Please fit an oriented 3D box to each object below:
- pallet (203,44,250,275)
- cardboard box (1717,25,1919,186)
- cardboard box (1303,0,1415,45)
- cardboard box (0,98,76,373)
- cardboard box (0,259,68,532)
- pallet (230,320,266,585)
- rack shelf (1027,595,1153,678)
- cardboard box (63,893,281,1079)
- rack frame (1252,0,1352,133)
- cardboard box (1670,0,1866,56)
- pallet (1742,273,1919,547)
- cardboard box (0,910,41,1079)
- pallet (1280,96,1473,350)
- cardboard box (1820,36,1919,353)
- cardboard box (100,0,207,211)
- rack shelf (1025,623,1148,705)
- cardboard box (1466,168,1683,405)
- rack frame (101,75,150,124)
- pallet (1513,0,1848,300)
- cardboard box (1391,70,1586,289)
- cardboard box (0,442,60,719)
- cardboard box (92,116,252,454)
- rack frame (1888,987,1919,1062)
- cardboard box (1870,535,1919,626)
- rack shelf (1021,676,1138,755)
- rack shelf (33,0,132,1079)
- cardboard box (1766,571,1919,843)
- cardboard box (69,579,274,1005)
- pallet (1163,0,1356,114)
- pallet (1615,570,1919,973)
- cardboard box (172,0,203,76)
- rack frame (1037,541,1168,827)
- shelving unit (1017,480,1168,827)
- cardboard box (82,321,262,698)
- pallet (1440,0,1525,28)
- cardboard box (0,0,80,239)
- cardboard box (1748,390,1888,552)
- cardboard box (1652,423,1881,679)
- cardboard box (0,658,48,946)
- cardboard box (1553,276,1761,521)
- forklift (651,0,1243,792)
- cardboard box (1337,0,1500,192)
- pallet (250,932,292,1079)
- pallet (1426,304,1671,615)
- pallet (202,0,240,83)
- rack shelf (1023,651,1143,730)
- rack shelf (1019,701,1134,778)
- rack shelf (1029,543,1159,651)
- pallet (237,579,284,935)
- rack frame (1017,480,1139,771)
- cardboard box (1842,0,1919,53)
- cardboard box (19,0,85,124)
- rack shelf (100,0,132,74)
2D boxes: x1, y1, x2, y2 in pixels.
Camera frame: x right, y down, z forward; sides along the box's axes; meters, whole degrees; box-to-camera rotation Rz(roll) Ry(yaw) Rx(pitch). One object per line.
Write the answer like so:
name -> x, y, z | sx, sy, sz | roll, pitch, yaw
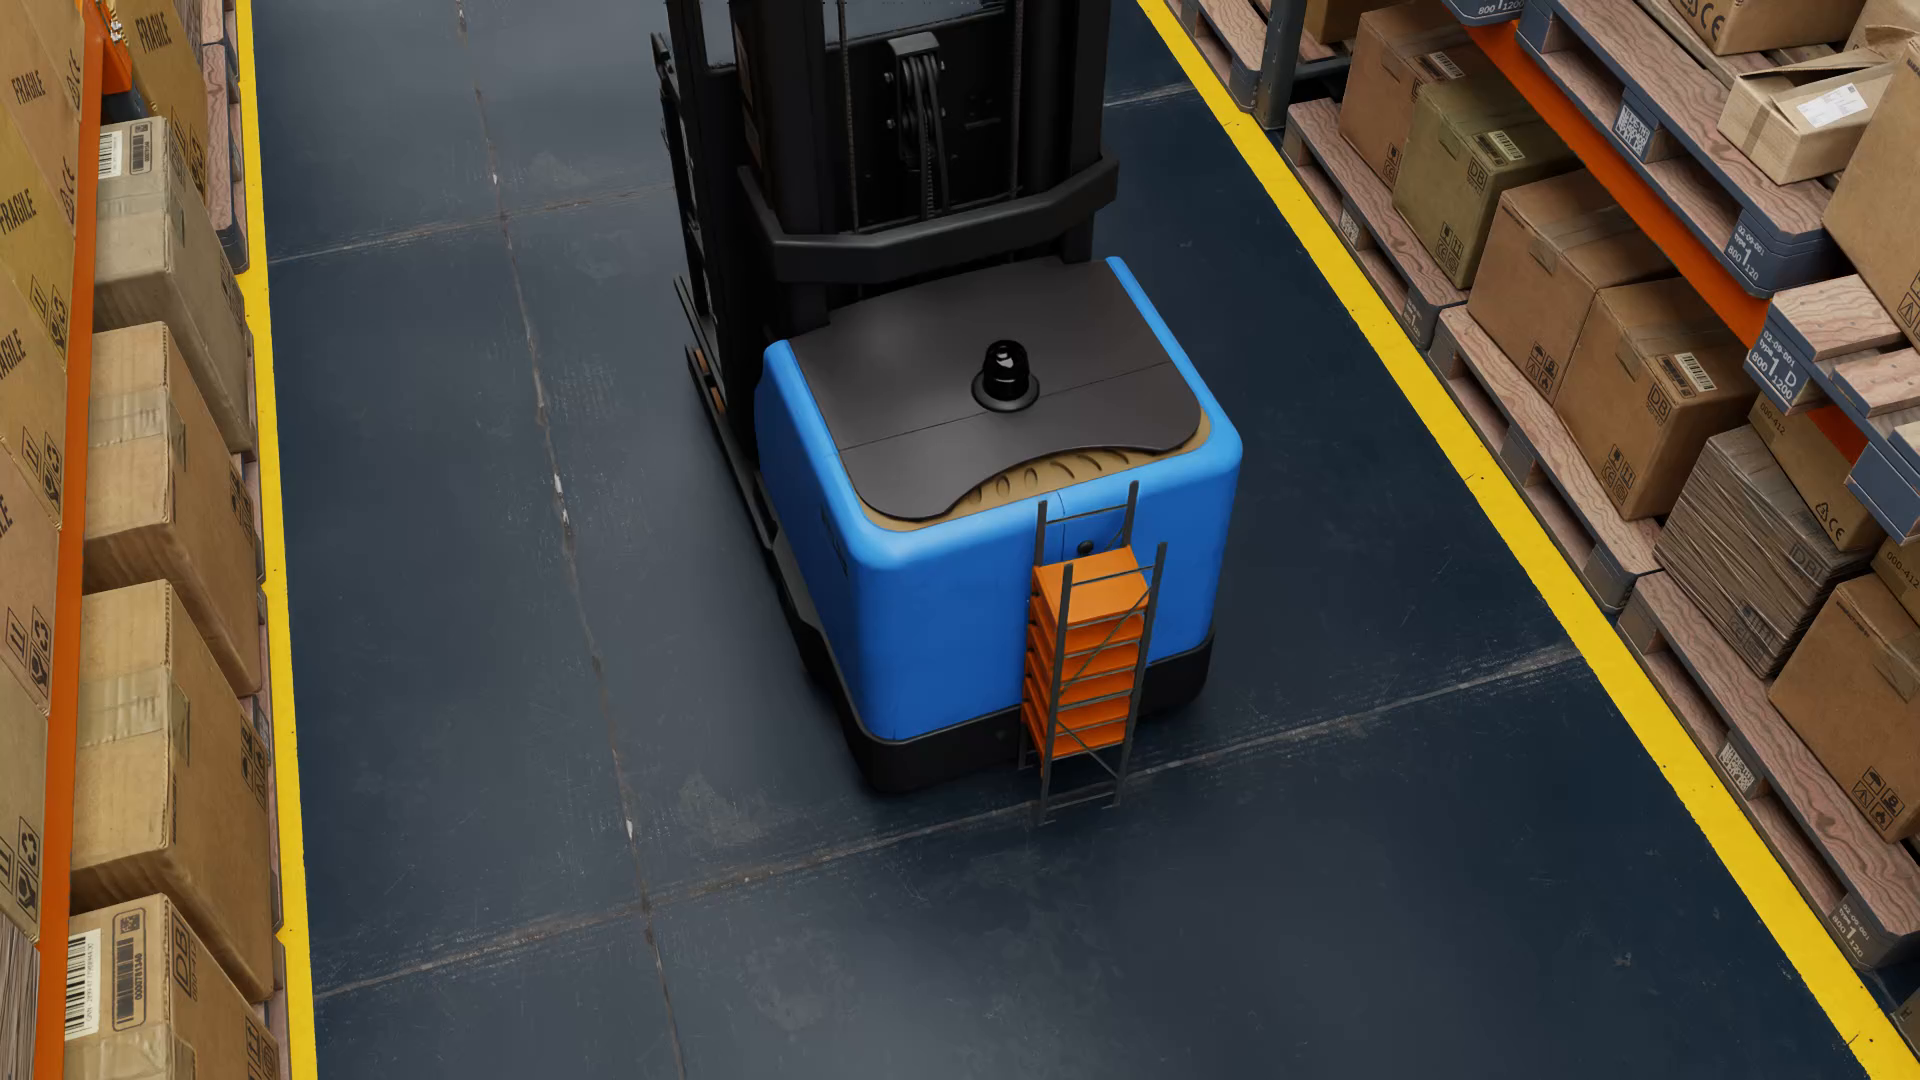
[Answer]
pallet -> -3.246, -1.370, 6.267 | 1.003, 0.211, 1.213 | -13, 51, -11
cardboard box -> 2.104, -1.071, 4.004 | 0.396, 0.266, 0.258 | -15, 51, -12
cardboard box -> 1.592, -2.375, 6.650 | 0.500, 0.500, 0.500 | -15, 51, -12
cardboard box -> -2.387, -0.669, 3.787 | 0.500, 0.500, 0.500 | -13, 51, -11
cardboard box -> -2.235, -0.299, 3.475 | 0.500, 0.500, 0.500 | -14, 51, -11
pallet -> -2.796, -0.251, 5.323 | 1.003, 0.211, 1.213 | -13, 51, -11
rack shelf -> 0.313, 0.207, 4.030 | 0.258, 0.103, 0.180 | -13, 54, -10
cardboard box -> -2.007, 1.350, 3.347 | 1.050, 0.750, 0.750 | -14, 51, -11
rack frame -> 1.672, -2.744, 5.601 | 1.000, 3.000, 0.127 | -13, 51, -11
cardboard box -> 2.273, -1.667, 4.351 | 0.797, 0.503, 0.637 | -9, 50, -7
pallet -> 2.542, -0.257, 3.630 | 1.213, 0.211, 1.003 | -13, 51, -11
cardboard box -> -1.788, 0.804, 2.545 | 0.500, 0.500, 0.500 | -13, 51, -11
pallet -> 1.904, -1.277, 6.188 | 1.003, 0.211, 1.213 | -13, 51, -11
cardboard box -> 2.396, -0.760, 3.589 | 0.700, 0.500, 0.500 | -7, 50, -6
cardboard box -> -3.215, -1.622, 5.770 | 0.875, 0.875, 0.875 | -13, 51, -10
rack shelf -> 0.312, 0.280, 4.125 | 0.258, 0.103, 0.180 | -13, 54, -10
cardboard box -> 2.122, -0.865, 5.365 | 0.700, 0.500, 0.500 | -17, 52, -14
rack frame -> -3.096, -1.696, 4.718 | 1.000, 3.000, 0.127 | -13, 51, -11
pallet -> 2.230, -1.197, 4.423 | 1.003, 0.211, 1.213 | -13, 51, -11
cardboard box -> 1.956, -1.274, 5.709 | 0.700, 0.500, 0.500 | -14, 51, -11
cardboard box -> -2.090, 0.065, 3.168 | 0.500, 0.500, 0.500 | -13, 51, -11
cardboard box -> -2.826, -0.673, 5.052 | 1.050, 0.750, 0.750 | -14, 51, -11
rack frame -> 2.855, 0.178, 3.138 | 1.000, 3.000, 0.127 | -13, 51, -11
cardboard box -> 2.628, 0.117, 4.046 | 0.500, 0.250, 0.500 | -11, 51, -9
rack shelf -> 0.309, 0.427, 4.315 | 0.258, 0.103, 0.180 | -13, 54, -10
rack shelf -> -2.504, -0.003, 3.762 | 1.077, 0.370, 4.000 | -13, 51, -11
cardboard box -> 2.638, 0.357, 4.334 | 0.700, 0.500, 0.500 | -16, 52, -13
cardboard box -> -2.269, 0.712, 3.884 | 1.050, 0.750, 0.750 | -13, 51, -10
pallet -> 1.440, -2.327, 7.074 | 1.003, 0.211, 1.213 | -13, 51, -11
pallet -> 2.625, 0.505, 4.686 | 1.003, 0.211, 1.213 | -13, 51, -11
cardboard box -> -3.485, -2.279, 6.325 | 0.875, 0.875, 0.875 | -13, 51, -11
rack frame -> 0.336, 0.396, 4.132 | 0.240, 1.200, 0.006 | -13, 54, -10
shelving unit -> 0.311, 0.326, 4.185 | 0.258, 1.200, 0.189 | -13, 54, -10
cardboard box -> -2.545, 0.032, 4.458 | 1.050, 0.750, 0.750 | -13, 51, -11
pallet -> 1.759, -2.091, 5.176 | 1.003, 0.211, 1.213 | -13, 51, -11
cardboard box -> -2.537, -1.039, 4.098 | 0.500, 0.500, 0.500 | -14, 51, -11
cardboard box -> 2.462, -0.268, 4.371 | 0.500, 0.250, 0.500 | -8, 50, -7
cardboard box -> 2.461, -0.045, 4.674 | 0.700, 0.500, 0.500 | -17, 52, -14
cardboard box -> -1.941, 0.434, 2.857 | 0.500, 0.500, 0.500 | -14, 51, -11
cardboard box -> 2.287, -0.458, 5.021 | 0.700, 0.500, 0.500 | -9, 51, -8
forklift -> -0.282, -1.405, 4.517 | 1.130, 2.935, 3.031 | -16, 52, -13
cardboard box -> 1.833, -1.627, 6.006 | 0.700, 0.500, 0.500 | -17, 52, -14
pallet -> -2.074, 1.531, 3.821 | 1.003, 0.211, 1.213 | -13, 51, -11
pallet -> 2.268, -0.384, 5.436 | 1.003, 0.211, 1.213 | -13, 51, -11
pallet -> -3.611, -2.263, 7.020 | 1.003, 0.211, 1.213 | -13, 51, -11
rack shelf -> 0.310, 0.354, 4.220 | 0.258, 0.103, 0.180 | -13, 54, -10
rack shelf -> 0.307, 0.500, 4.410 | 0.258, 0.103, 0.180 | -13, 54, -10
rack shelf -> 0.315, 0.134, 3.935 | 0.258, 0.103, 0.180 | -13, 54, -10
pallet -> -2.431, 0.642, 4.571 | 1.003, 0.211, 1.213 | -13, 51, -11
rack frame -> 0.285, 0.257, 4.238 | 0.240, 1.200, 0.006 | -13, 54, -10
cardboard box -> 2.579, -1.185, 4.111 | 0.500, 0.250, 0.500 | -15, 51, -12
cardboard box -> -2.686, -1.408, 4.409 | 0.500, 0.500, 0.500 | -14, 51, -11
rack shelf -> -3.687, -2.925, 6.224 | 1.077, 0.370, 4.000 | -13, 51, -11
